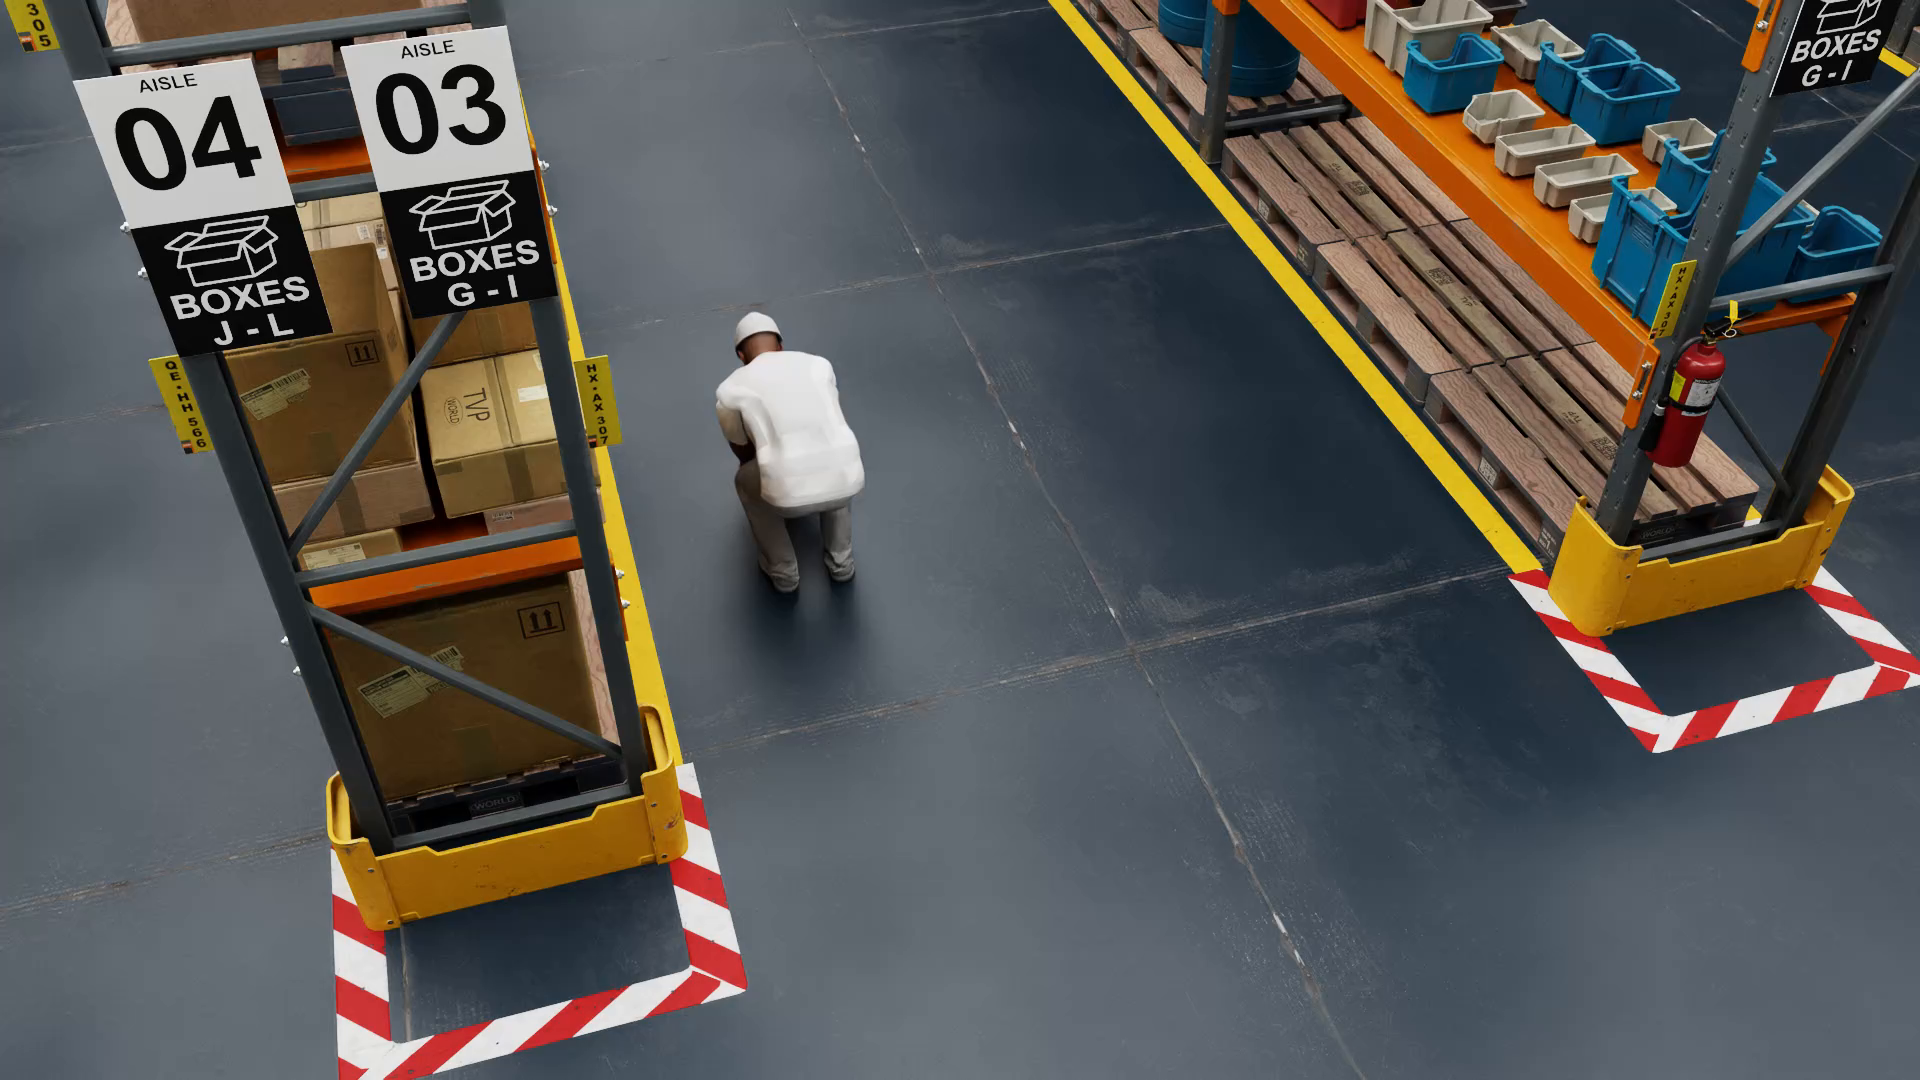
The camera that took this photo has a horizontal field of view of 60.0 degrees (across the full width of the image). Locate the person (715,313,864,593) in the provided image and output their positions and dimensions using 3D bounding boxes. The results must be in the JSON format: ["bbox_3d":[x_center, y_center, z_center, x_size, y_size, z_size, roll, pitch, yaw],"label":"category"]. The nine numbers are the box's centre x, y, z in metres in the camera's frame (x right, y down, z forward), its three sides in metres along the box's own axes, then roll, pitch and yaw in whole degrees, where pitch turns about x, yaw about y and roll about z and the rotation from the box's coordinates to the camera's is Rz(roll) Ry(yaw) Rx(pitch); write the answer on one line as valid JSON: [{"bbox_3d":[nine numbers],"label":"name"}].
[{"bbox_3d":[-0.733,-0.348,7.100,0.528,1.006,0.941,-13,44,-14],"label":"person"}]
